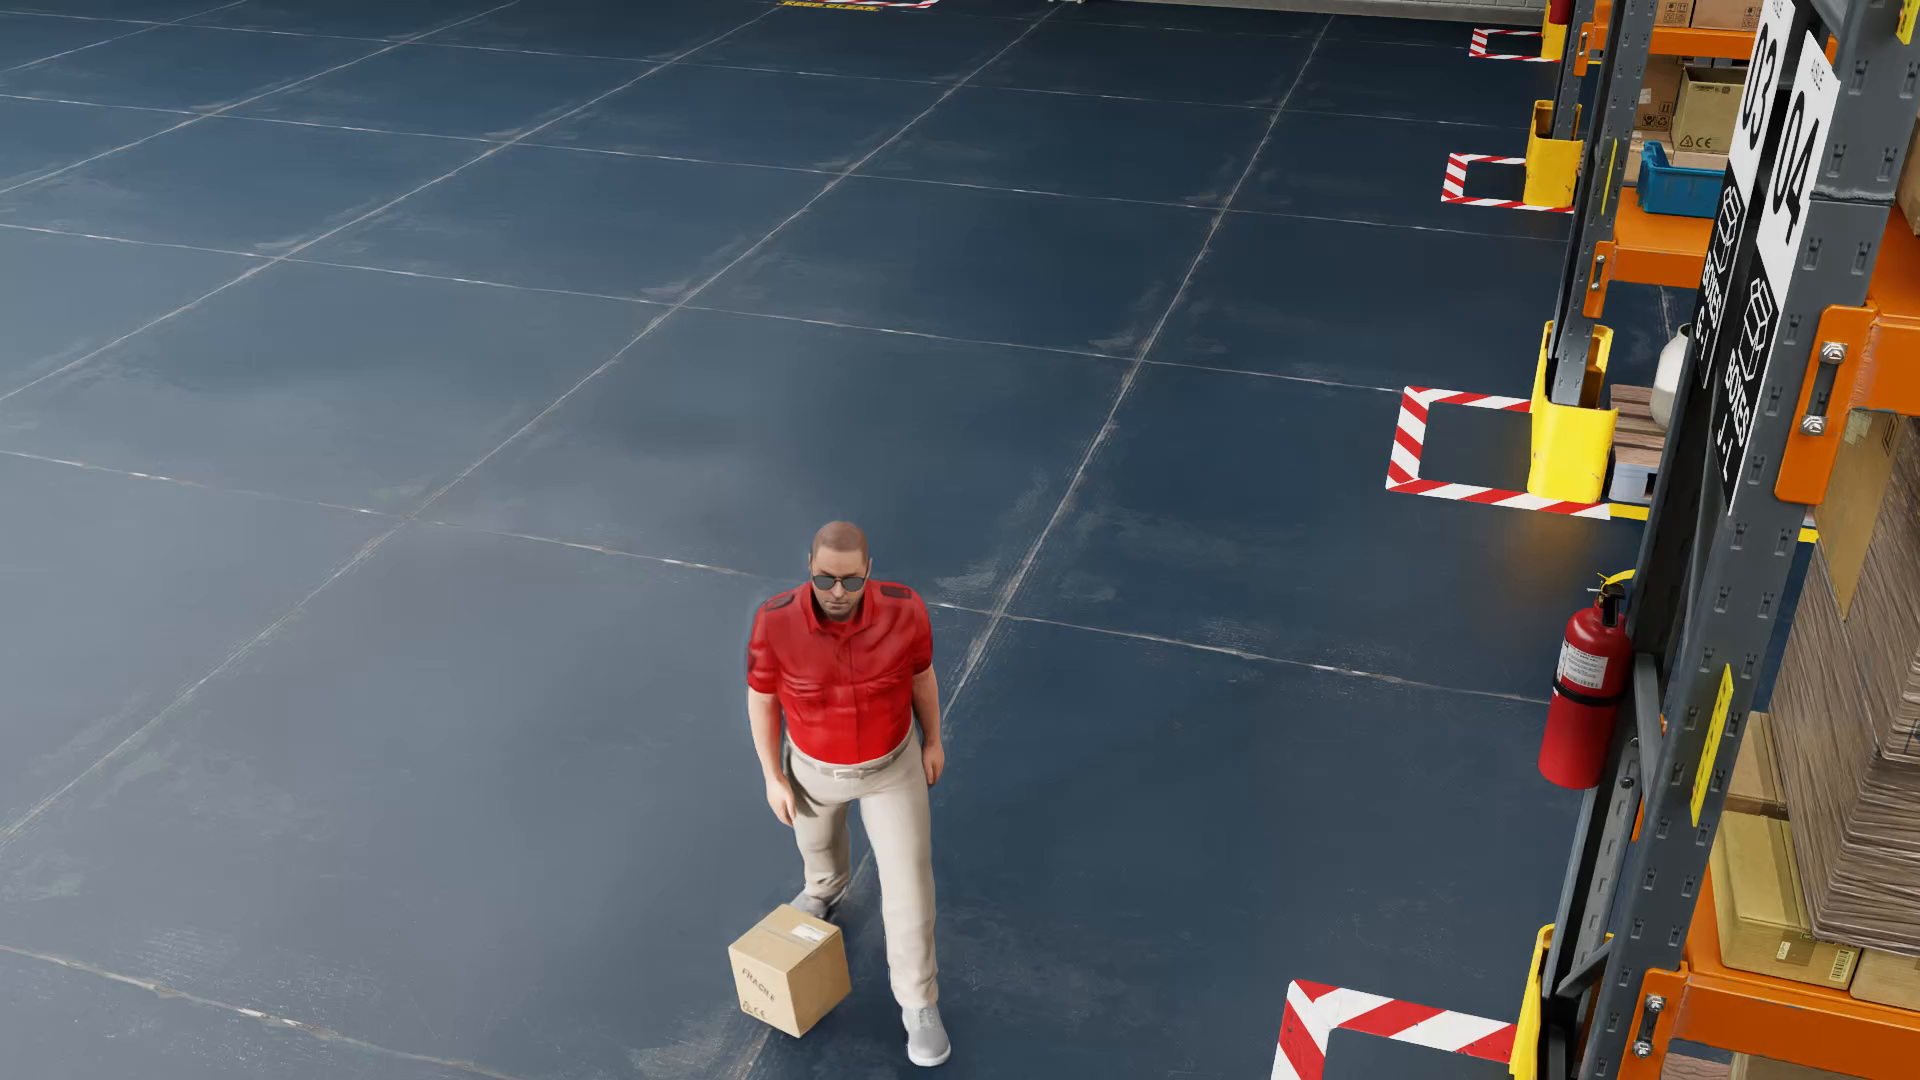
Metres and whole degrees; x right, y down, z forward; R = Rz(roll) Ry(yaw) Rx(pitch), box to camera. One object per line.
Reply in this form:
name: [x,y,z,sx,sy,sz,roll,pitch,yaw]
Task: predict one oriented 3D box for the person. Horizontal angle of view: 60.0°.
person: [-0.326,0.680,4.926,0.577,1.678,0.922,-2,29,-3]
